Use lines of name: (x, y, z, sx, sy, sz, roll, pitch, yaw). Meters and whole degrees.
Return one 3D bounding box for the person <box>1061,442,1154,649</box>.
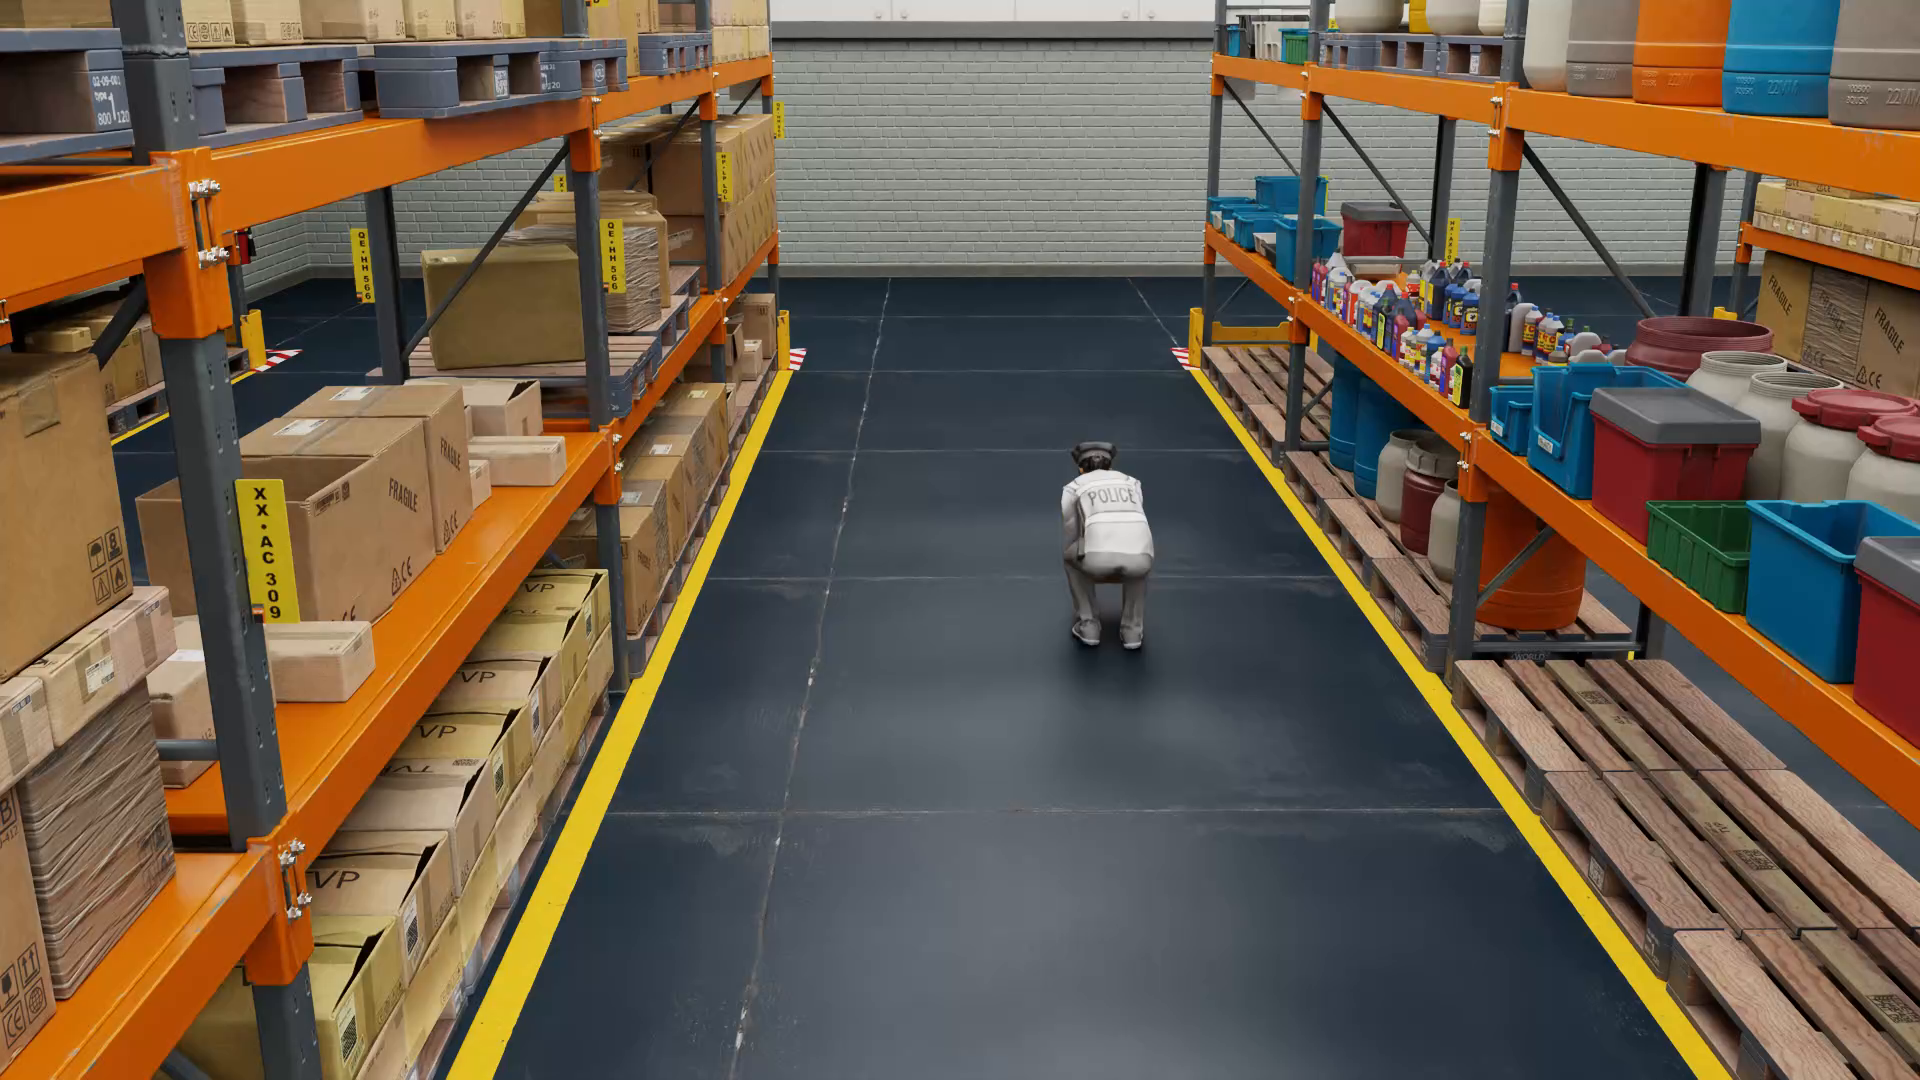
person: (0.759, 0.026, 8.635, 0.457, 0.980, 0.868, -1, 17, -2)
